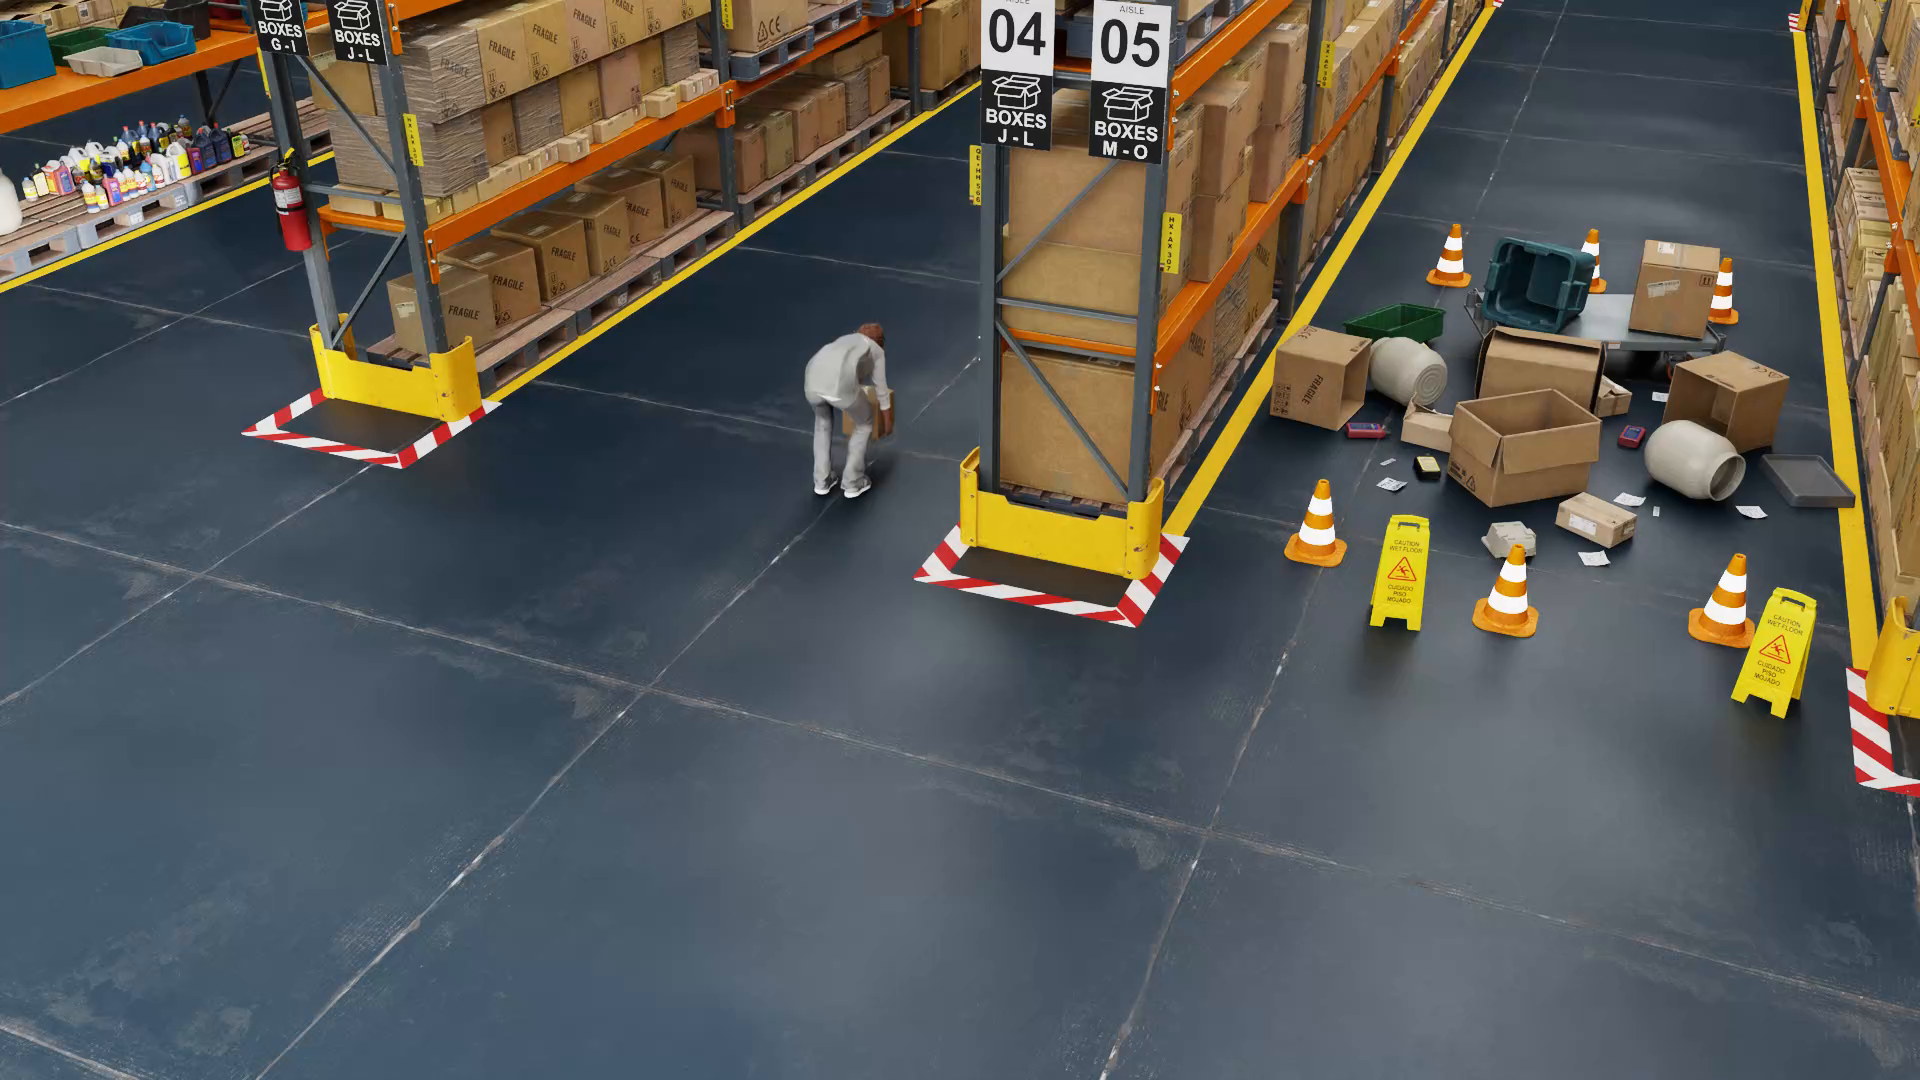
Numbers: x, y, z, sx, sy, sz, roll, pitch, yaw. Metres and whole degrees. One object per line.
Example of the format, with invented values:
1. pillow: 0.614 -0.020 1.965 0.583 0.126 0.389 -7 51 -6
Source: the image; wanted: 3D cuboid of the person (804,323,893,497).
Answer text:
1. person: -0.681 -0.829 10.434 0.395 0.990 0.871 10 32 17
